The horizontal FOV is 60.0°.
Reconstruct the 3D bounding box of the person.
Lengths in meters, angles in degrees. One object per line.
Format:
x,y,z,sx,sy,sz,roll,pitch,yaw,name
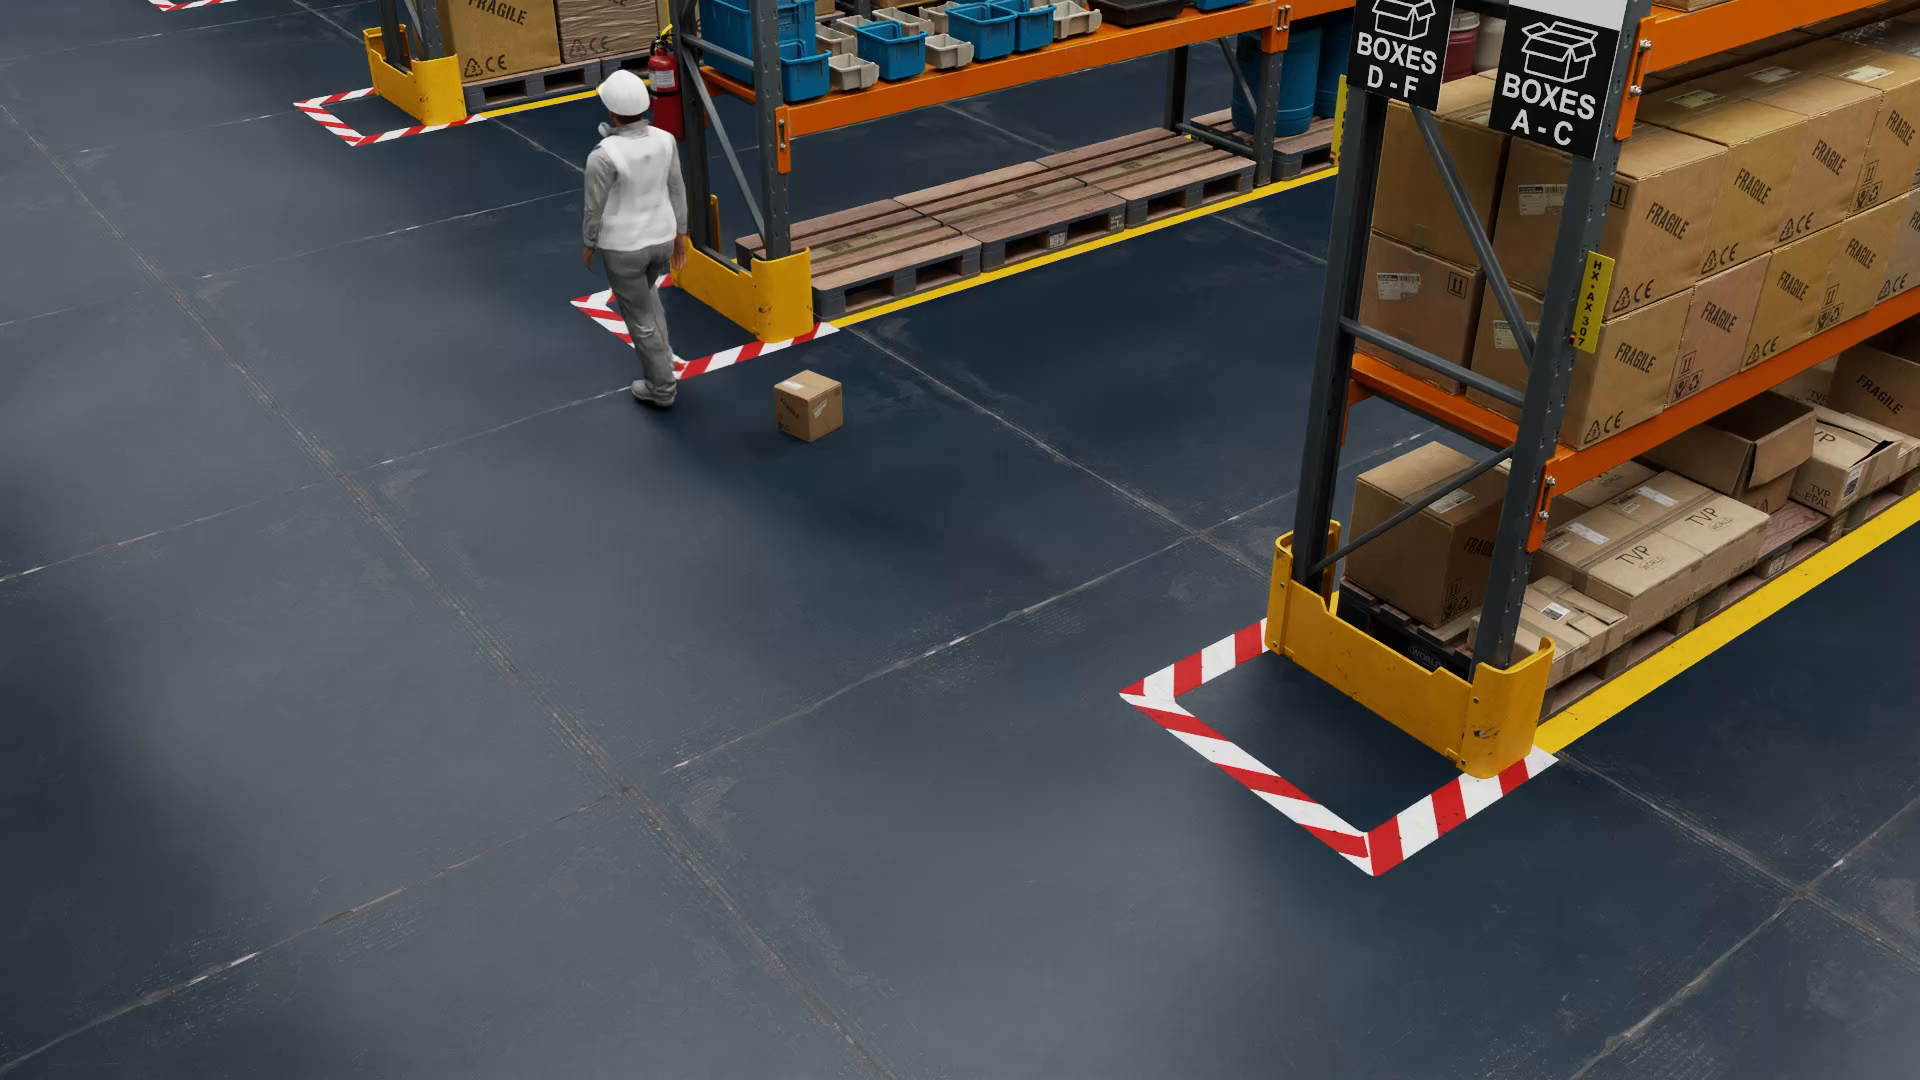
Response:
-1.694,-1.527,8.567,0.508,1.819,0.535,26,40,35,person
